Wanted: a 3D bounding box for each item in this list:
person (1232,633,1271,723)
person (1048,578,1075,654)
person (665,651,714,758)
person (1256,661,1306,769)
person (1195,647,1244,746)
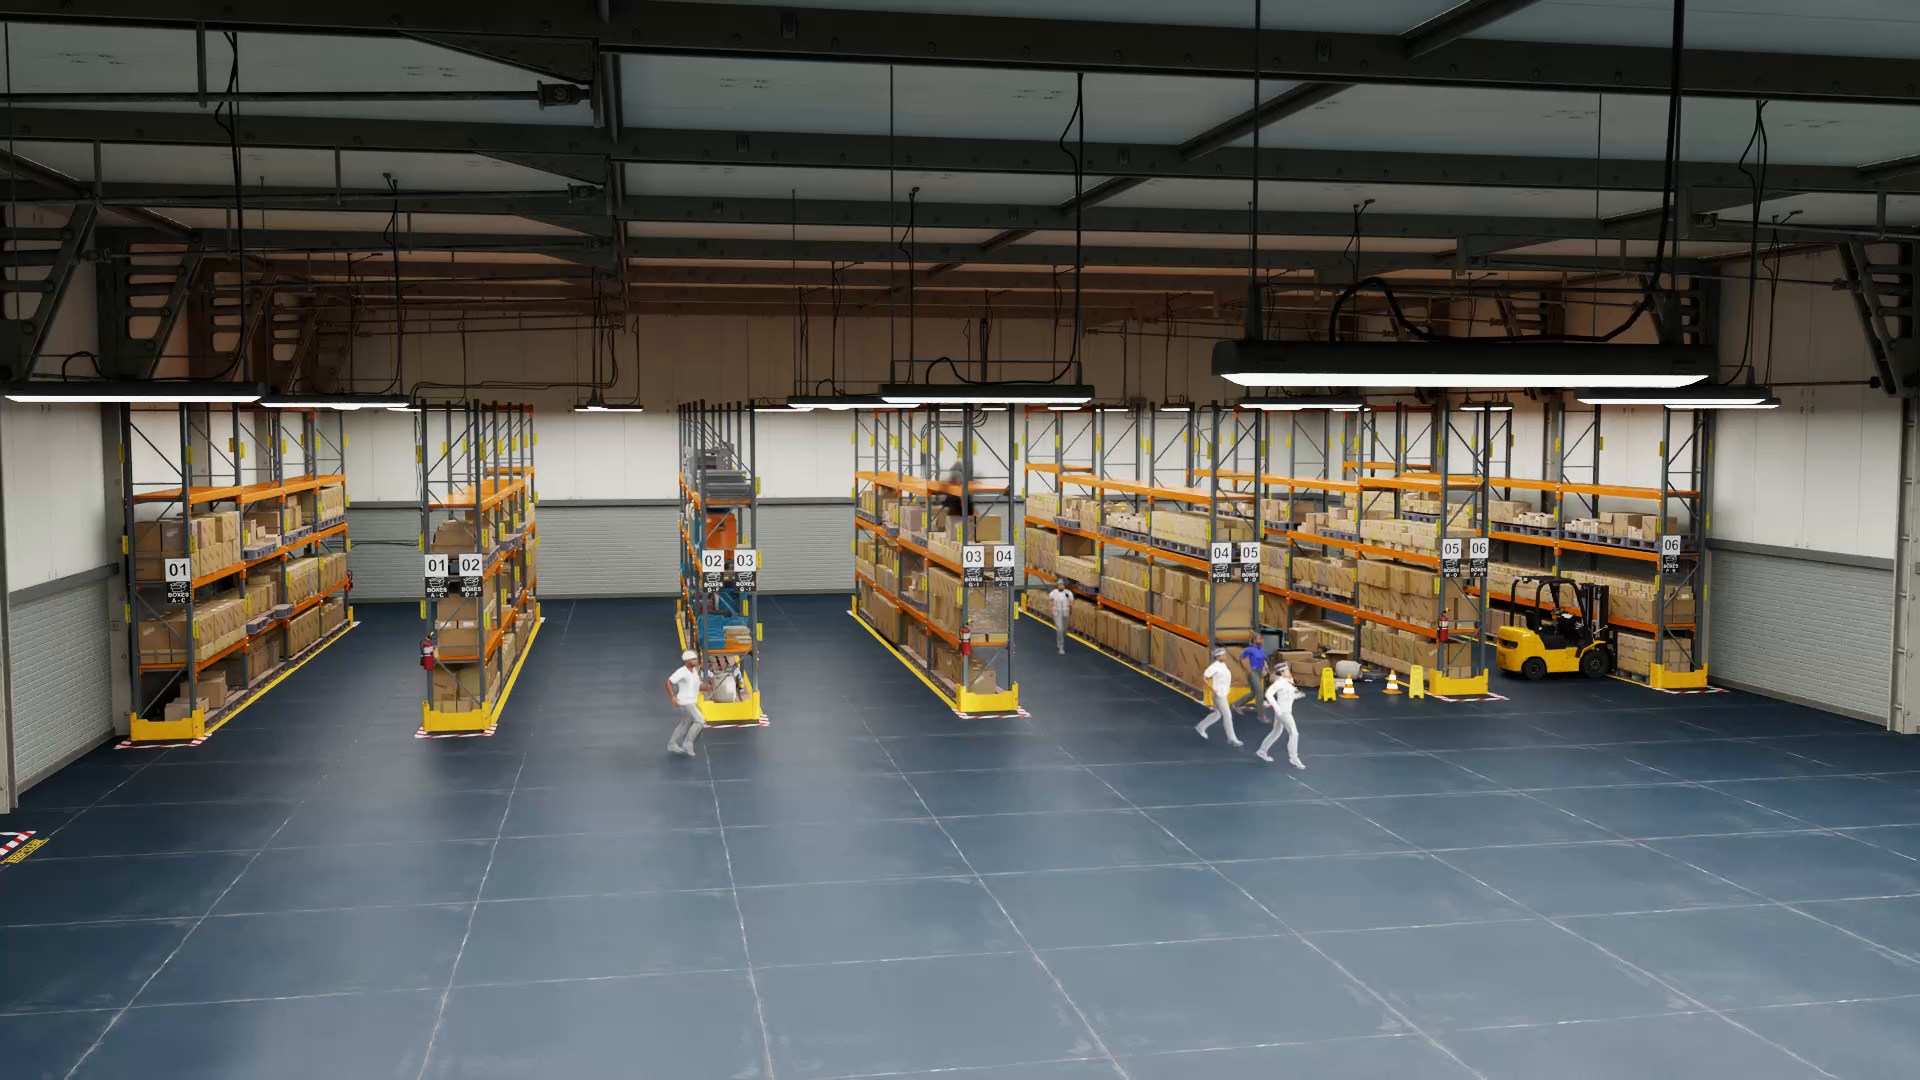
[{"bbox_3d":[5.486,2.567,31.157,0.869,1.679,0.594,3,5,37],"label":"person"},{"bbox_3d":[2.460,1.816,40.132,0.647,1.797,0.911,-1,4,-7],"label":"person"},{"bbox_3d":[-4.532,2.747,27.842,0.808,1.787,0.669,1,4,9],"label":"person"},{"bbox_3d":[5.222,2.830,27.009,0.807,1.742,0.587,1,4,14],"label":"person"},{"bbox_3d":[4.502,2.683,28.794,0.919,1.686,0.576,2,5,27],"label":"person"}]
